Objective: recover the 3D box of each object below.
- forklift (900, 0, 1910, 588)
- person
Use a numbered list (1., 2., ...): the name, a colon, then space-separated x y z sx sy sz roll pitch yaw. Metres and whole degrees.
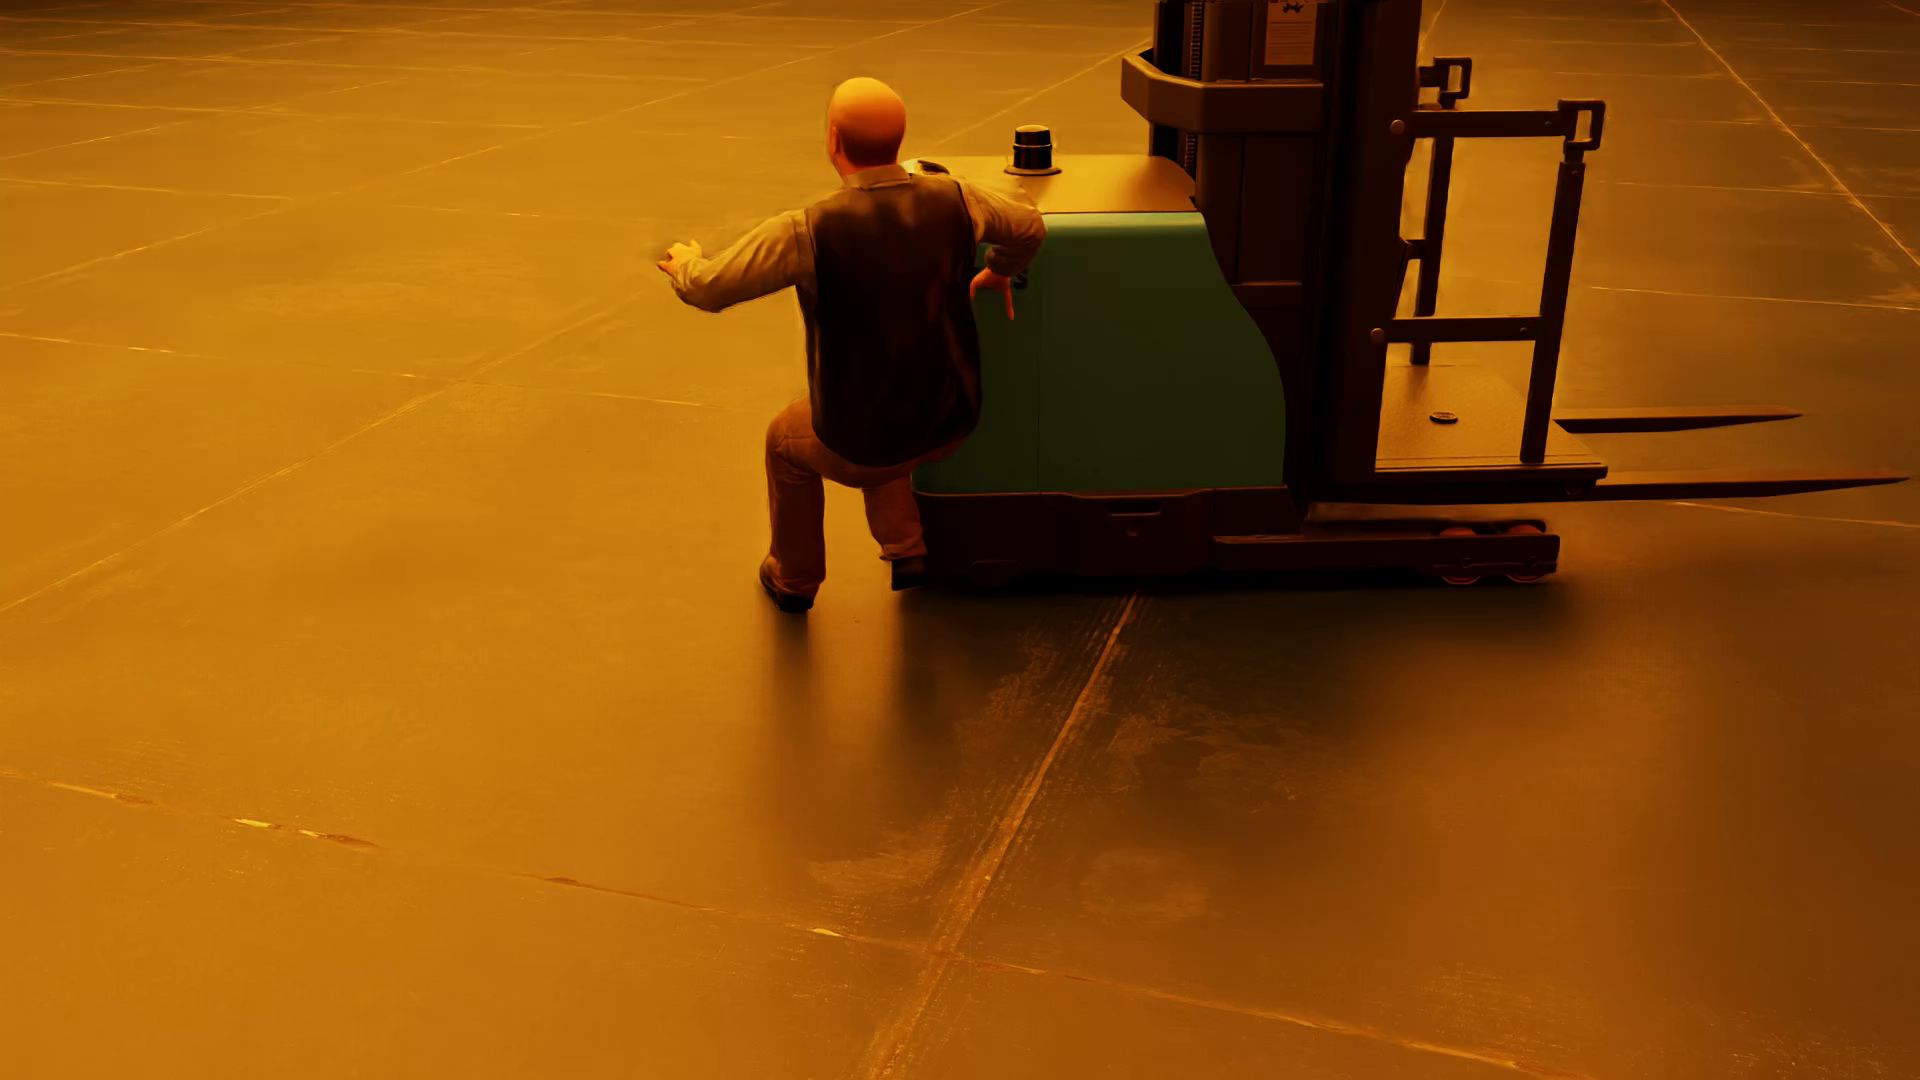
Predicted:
1. forklift: 1.322 -1.425 4.730 3.031 2.935 1.130 -1 22 -4
2. person: -0.292 -0.452 4.281 0.940 1.487 0.872 -15 27 -32
